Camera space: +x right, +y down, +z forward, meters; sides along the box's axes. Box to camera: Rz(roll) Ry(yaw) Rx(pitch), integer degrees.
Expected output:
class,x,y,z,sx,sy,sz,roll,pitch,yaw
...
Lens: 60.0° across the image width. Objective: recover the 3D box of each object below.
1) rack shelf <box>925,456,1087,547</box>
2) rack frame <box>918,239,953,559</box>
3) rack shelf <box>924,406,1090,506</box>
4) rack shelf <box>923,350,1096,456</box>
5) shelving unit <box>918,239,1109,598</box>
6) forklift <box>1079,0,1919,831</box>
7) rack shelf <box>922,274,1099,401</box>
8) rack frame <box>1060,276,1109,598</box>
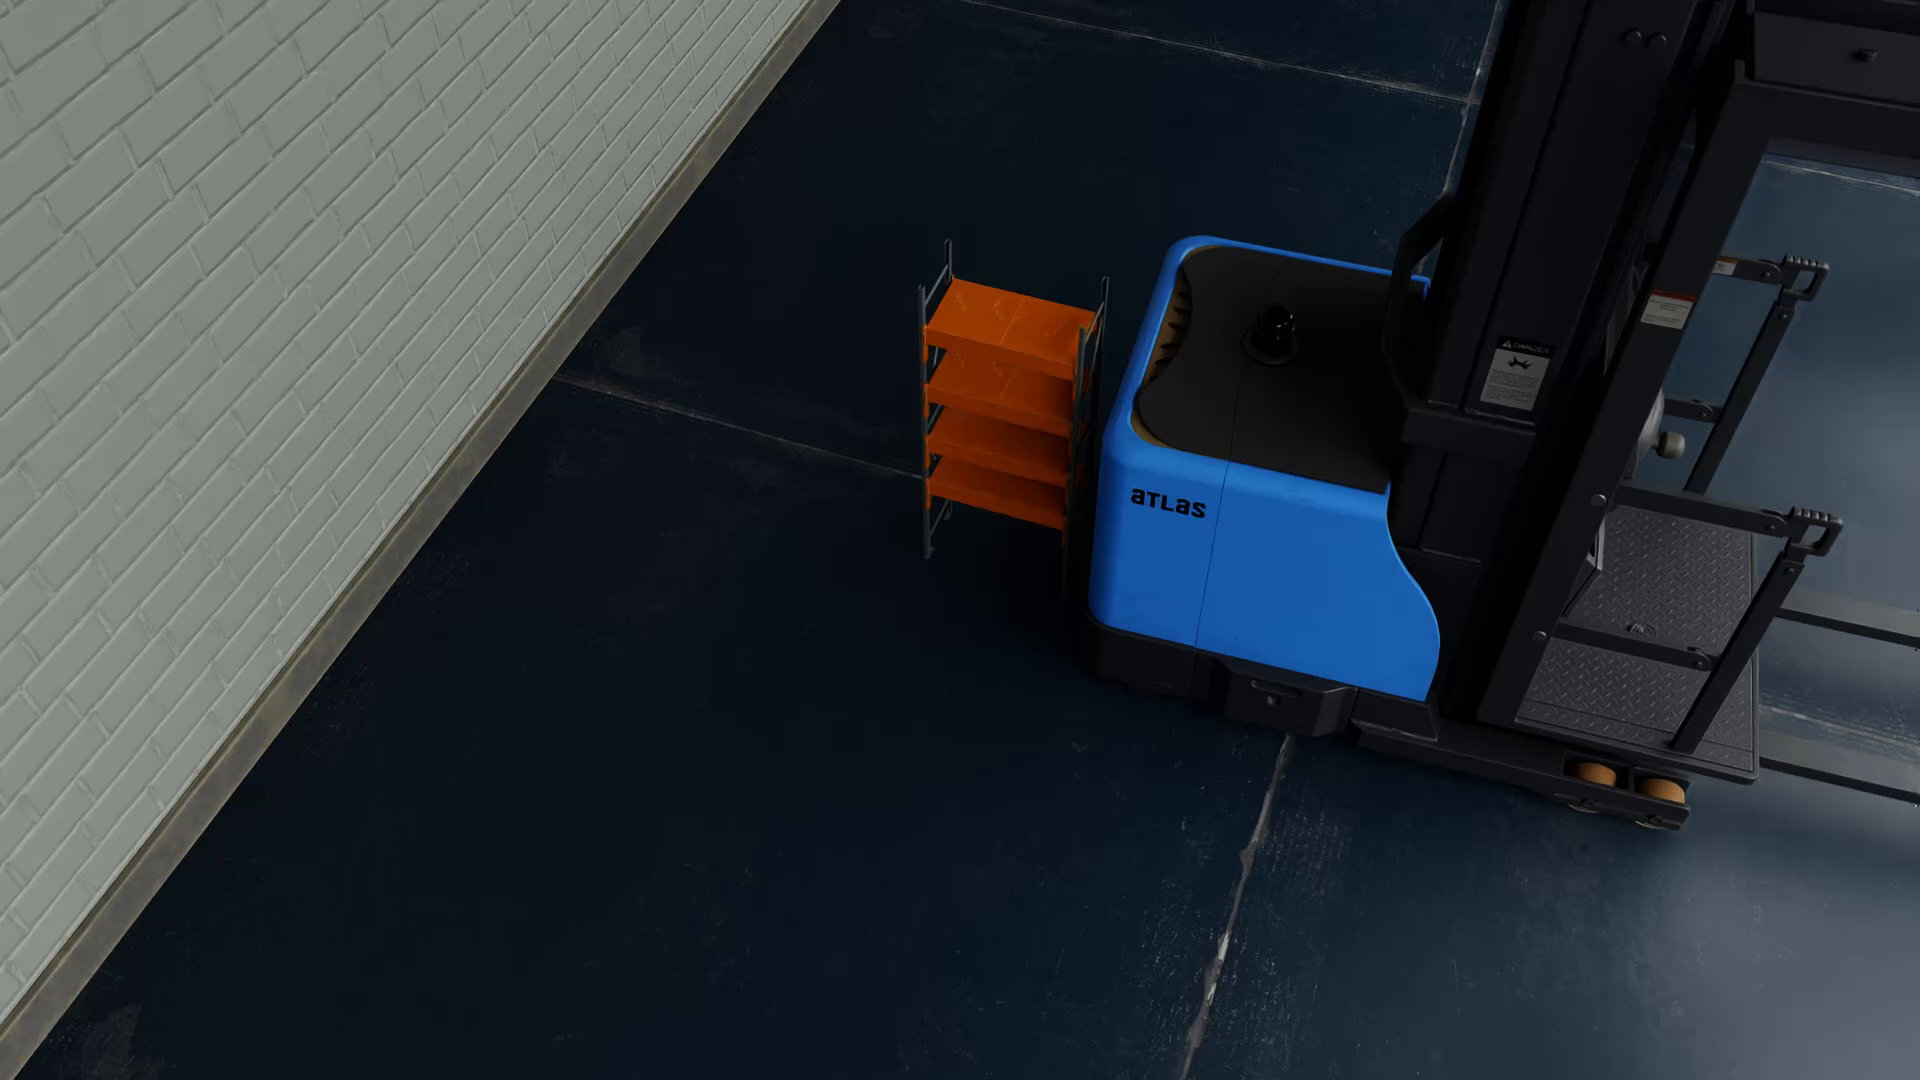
class,x,y,z,sx,sy,sz,roll,pitch,yaw
rack shelf,0.155,-0.176,5.460,0.480,0.148,0.258,16,51,13
rack frame,-0.074,-0.414,5.314,0.015,1.200,0.240,16,51,13
rack shelf,0.155,-0.306,5.310,0.480,0.148,0.258,16,51,13
rack shelf,0.155,-0.452,5.141,0.480,0.148,0.258,16,51,13
shelving unit,0.155,-0.350,5.259,0.503,1.200,0.258,16,51,13
forklift,1.957,-0.545,4.283,3.031,2.935,1.130,13,50,11
rack shelf,0.155,-0.607,4.962,0.480,0.148,0.258,16,51,13
rack frame,0.384,-0.286,5.204,0.015,1.200,0.240,16,51,13
